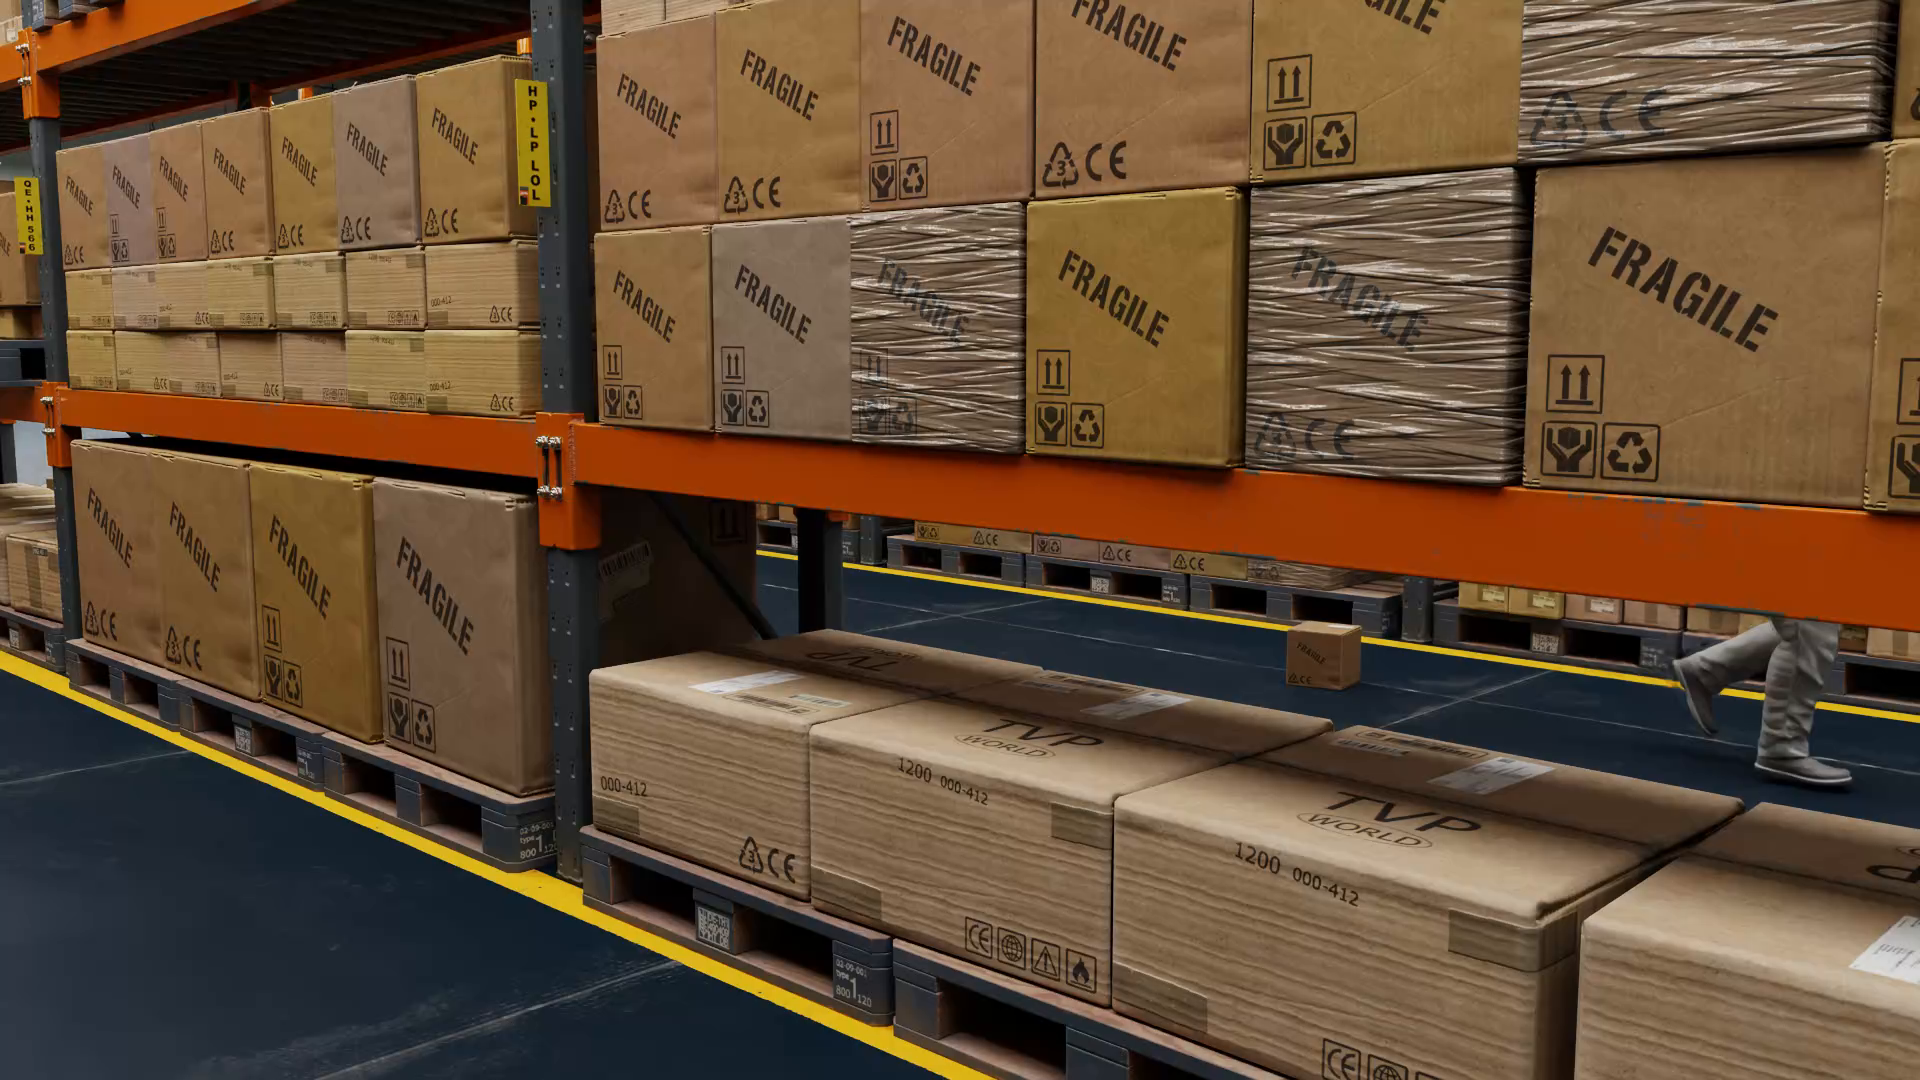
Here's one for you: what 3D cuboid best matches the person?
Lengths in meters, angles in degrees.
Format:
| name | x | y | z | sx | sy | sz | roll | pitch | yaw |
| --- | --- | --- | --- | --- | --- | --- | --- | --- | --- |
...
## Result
| name | x | y | z | sx | sy | sz | roll | pitch | yaw |
| --- | --- | --- | --- | --- | --- | --- | --- | --- | --- |
| person | 2.813 | -0.016 | 5.760 | 0.607 | 1.648 | 0.485 | 5 | 9 | 34 |
